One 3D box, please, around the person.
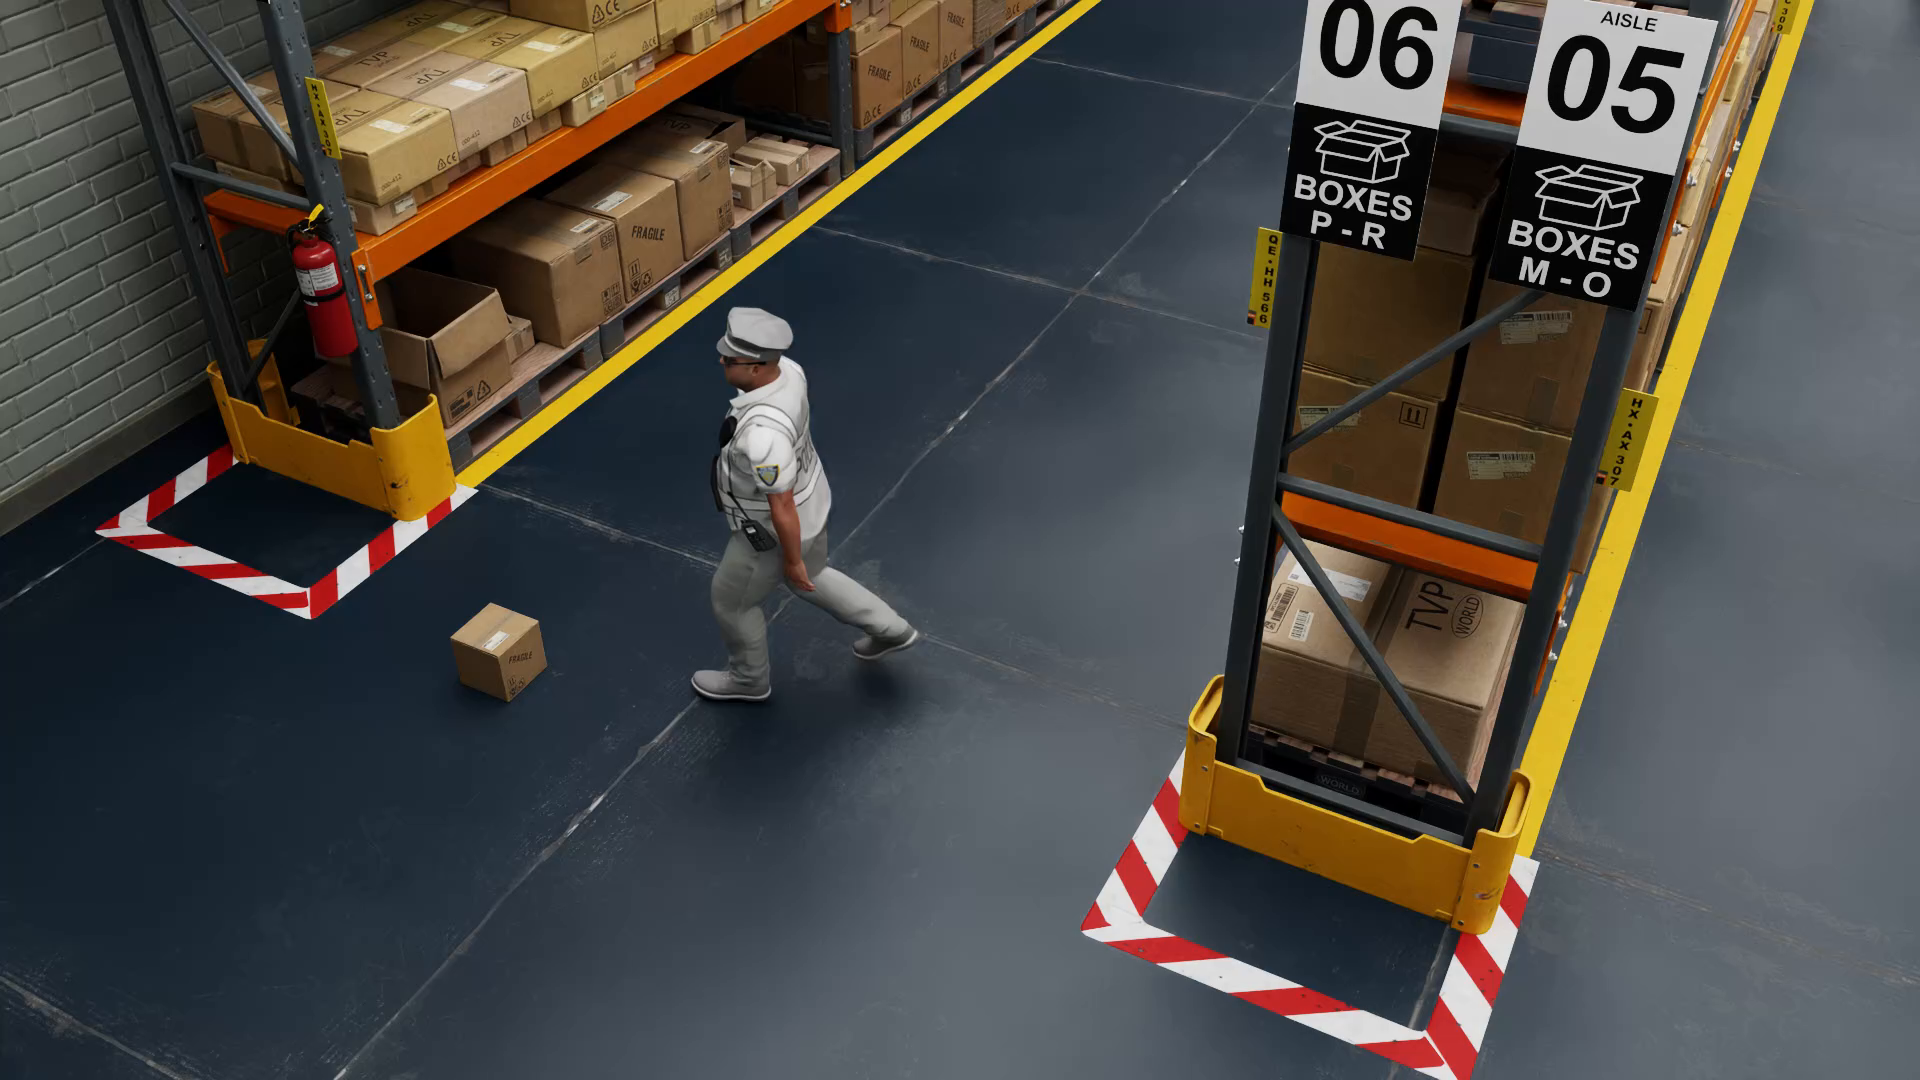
[{"bbox_3d":[-0.628,-0.098,6.260,0.907,1.722,0.537,5,38,7],"label":"person"}]
